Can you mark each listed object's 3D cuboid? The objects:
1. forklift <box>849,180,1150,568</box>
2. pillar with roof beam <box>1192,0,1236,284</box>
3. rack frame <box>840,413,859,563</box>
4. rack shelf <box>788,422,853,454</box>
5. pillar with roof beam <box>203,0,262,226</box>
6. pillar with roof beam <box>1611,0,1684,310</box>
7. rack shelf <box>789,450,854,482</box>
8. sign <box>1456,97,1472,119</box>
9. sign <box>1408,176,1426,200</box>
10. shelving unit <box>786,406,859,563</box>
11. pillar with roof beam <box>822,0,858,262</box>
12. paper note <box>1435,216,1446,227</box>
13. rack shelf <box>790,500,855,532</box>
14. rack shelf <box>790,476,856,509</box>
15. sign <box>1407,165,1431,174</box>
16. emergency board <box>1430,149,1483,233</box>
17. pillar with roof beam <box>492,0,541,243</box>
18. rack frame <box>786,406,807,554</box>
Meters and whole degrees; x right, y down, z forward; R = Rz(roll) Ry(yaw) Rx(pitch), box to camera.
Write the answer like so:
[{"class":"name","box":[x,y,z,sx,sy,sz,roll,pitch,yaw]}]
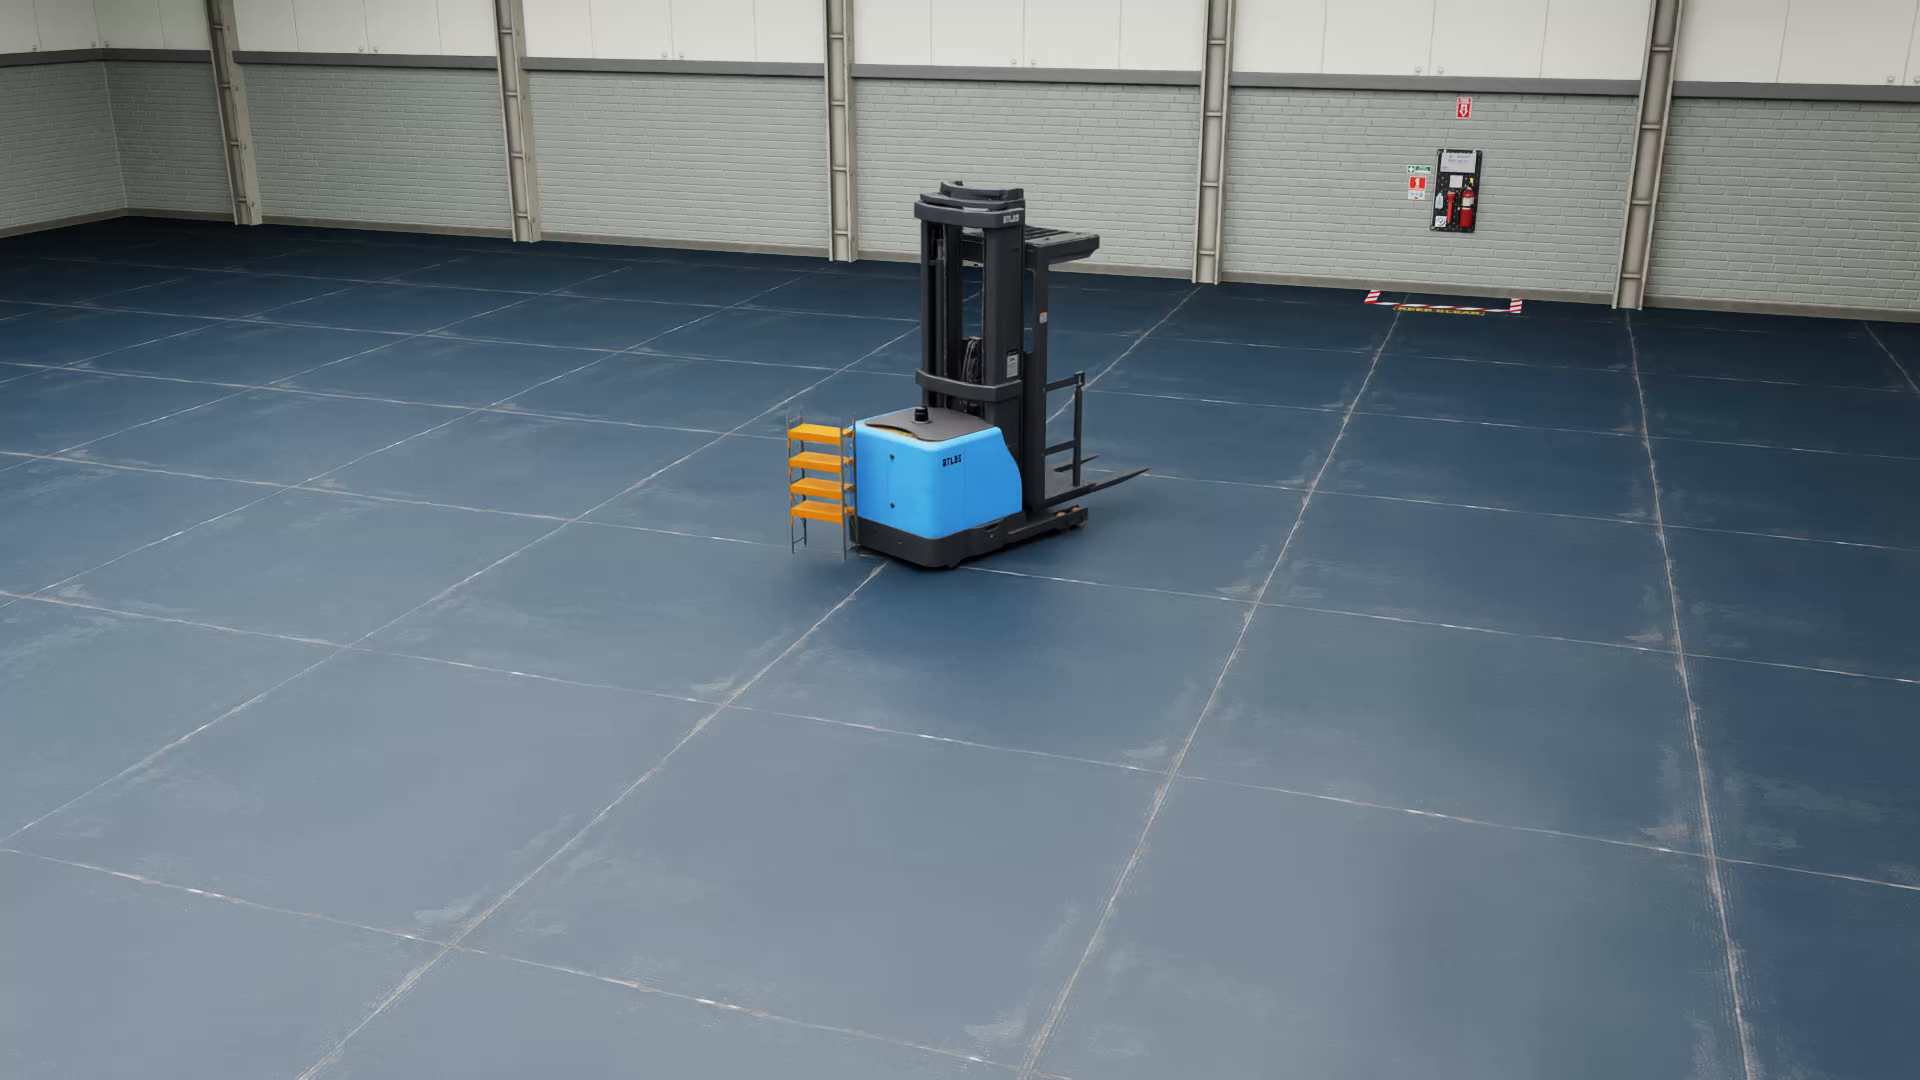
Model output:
[{"class":"forklift","box":[0.463,-1.561,14.103,1.130,2.935,3.031,18,26,41]},{"class":"pillar with roof beam","box":[2.353,-6.855,20.069,0.400,9.000,9.100,7,20,18]},{"class":"rack frame","box":[-0.896,-0.419,13.456,0.015,1.200,0.240,9,21,23]},{"class":"rack shelf","box":[-1.118,-0.824,13.424,0.480,0.148,0.258,9,21,23]},{"class":"pillar with roof beam","box":[-14.650,-8.799,25.647,0.400,9.000,9.100,7,20,18]},{"class":"pillar with roof beam","box":[8.021,-6.206,18.210,0.400,9.000,9.100,7,20,18]},{"class":"rack shelf","box":[-1.118,-0.601,13.502,0.480,0.148,0.258,9,21,23]},{"class":"sign","box":[7.137,-6.117,23.547,0.199,0.298,0.001,7,20,18]},{"class":"sign","box":[6.624,-5.100,24.095,0.234,0.329,0.001,7,20,18]},{"class":"shelving unit","box":[-1.118,-0.453,13.553,0.503,1.200,0.258,9,21,23]},{"class":"pillar with roof beam","box":[-3.314,-7.503,21.929,0.400,9.000,9.100,7,20,18]},{"class":"paper note","box":[6.968,-4.616,24.099,0.142,0.148,0.016,7,20,18]},{"class":"rack shelf","box":[-1.118,-0.202,13.641,0.480,0.148,0.258,9,21,23]},{"class":"rack shelf","box":[-1.118,-0.390,13.575,0.480,0.148,0.258,9,21,23]},{"class":"sign","box":[6.625,-5.347,23.998,0.331,0.109,0.001,7,20,18]},{"class":"emergency board","box":[7.112,-4.991,23.837,0.643,1.169,0.194,7,20,18]},{"class":"pillar with roof beam","box":[-8.982,-8.151,23.788,0.400,9.000,9.100,7,20,18]},{"class":"rack frame","box":[-1.339,-0.487,13.650,0.015,1.200,0.240,9,21,23]}]
